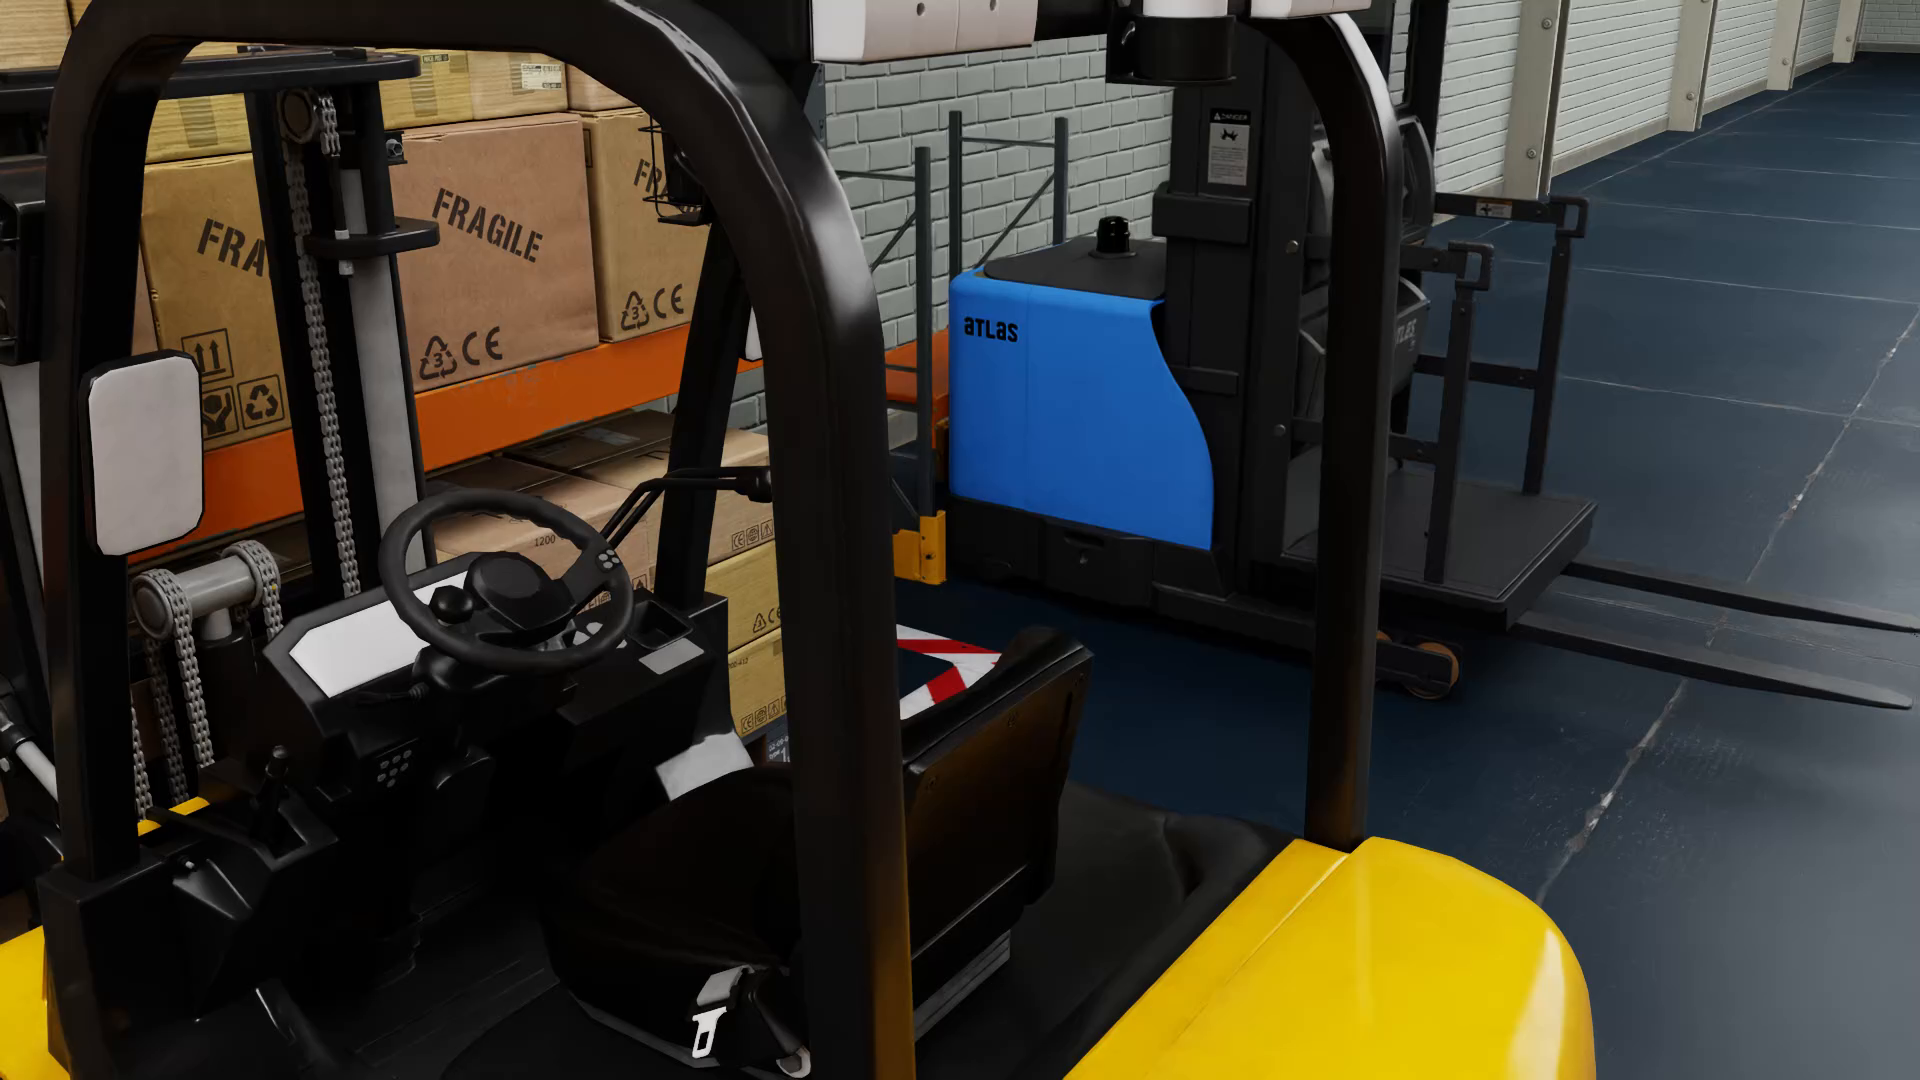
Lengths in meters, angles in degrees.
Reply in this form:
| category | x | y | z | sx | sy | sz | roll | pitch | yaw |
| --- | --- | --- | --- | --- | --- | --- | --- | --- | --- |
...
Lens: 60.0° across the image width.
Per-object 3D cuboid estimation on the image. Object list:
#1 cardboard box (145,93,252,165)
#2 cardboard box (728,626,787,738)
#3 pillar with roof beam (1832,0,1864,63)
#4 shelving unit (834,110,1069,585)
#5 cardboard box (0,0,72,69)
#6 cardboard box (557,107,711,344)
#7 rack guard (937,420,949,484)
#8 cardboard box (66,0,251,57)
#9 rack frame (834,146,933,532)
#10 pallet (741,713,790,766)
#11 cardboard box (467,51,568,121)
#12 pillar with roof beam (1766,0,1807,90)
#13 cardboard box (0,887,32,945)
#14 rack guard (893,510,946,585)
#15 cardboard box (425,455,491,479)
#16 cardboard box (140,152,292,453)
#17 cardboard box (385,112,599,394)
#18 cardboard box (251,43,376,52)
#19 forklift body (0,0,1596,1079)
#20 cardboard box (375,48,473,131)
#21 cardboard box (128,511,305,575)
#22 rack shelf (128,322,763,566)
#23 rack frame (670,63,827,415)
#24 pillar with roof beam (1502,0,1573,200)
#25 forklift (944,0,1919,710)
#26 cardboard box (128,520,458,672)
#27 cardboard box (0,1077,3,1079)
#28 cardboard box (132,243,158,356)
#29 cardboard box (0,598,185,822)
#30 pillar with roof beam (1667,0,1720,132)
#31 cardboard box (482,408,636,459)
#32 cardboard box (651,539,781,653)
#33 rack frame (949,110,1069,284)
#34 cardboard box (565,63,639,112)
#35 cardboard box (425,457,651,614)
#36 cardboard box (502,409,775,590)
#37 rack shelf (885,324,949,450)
| category | x | y | z | sx | sy | sz | roll | pitch | yaw |
| --- | --- | --- | --- | --- | --- | --- | --- | --- | --- |
| cardboard box | -1.445 | -0.757 | 2.909 | 0.380 | 0.149 | 0.250 | 13 | 24 | 32 |
| cardboard box | -0.783 | 0.356 | 4.337 | 0.500 | 0.250 | 0.500 | 13 | 24 | 32 |
| pillar with roof beam | 18.507 | -11.491 | 24.358 | 9.100 | 9.000 | 0.400 | 13 | 24 | 32 |
| shelving unit | -0.073 | -0.757 | 6.149 | 0.587 | 1.500 | 1.083 | 11 | 23 | 28 |
| cardboard box | -1.665 | -0.838 | 2.700 | 0.380 | 0.149 | 0.250 | 14 | 24 | 33 |
| cardboard box | -0.840 | -0.787 | 3.926 | 0.500 | 0.500 | 0.500 | 13 | 24 | 31 |
| rack guard | 0.173 | -0.321 | 6.773 | 0.587 | 0.250 | 0.087 | 11 | 23 | 28 |
| cardboard box | -1.442 | -0.894 | 2.850 | 0.380 | 0.149 | 0.250 | 14 | 24 | 33 |
| rack frame | -0.319 | -0.606 | 5.742 | 0.500 | 1.500 | 0.032 | 11 | 23 | 28 |
| pallet | -1.176 | 0.602 | 4.332 | 1.003 | 0.211 | 1.213 | 13 | 24 | 32 |
| cardboard box | -1.059 | -0.988 | 3.534 | 0.380 | 0.149 | 0.250 | 14 | 24 | 33 |
| pillar with roof beam | 15.135 | -9.769 | 19.704 | 9.100 | 9.000 | 0.400 | 13 | 24 | 32 |
| cardboard box | -1.644 | 0.563 | 3.058 | 0.500 | 0.250 | 0.500 | 13 | 24 | 32 |
| rack guard | -0.318 | -0.020 | 5.960 | 0.587 | 0.250 | 0.087 | 11 | 23 | 28 |
| cardboard box | -1.485 | -0.064 | 4.032 | 0.500 | 0.250 | 0.500 | 13 | 24 | 32 |
| cardboard box | -1.427 | -0.493 | 3.131 | 0.500 | 0.500 | 0.500 | 13 | 24 | 31 |
| cardboard box | -1.139 | -0.640 | 3.528 | 0.500 | 0.500 | 0.500 | 14 | 25 | 33 |
| cardboard box | -1.301 | -0.969 | 3.054 | 0.380 | 0.149 | 0.250 | 14 | 24 | 33 |
| forklift body | -0.338 | 0.365 | 2.178 | 2.313 | 2.155 | 1.214 | 13 | 24 | 32 |
| cardboard box | -1.208 | -0.919 | 3.348 | 0.380 | 0.149 | 0.250 | 13 | 24 | 31 |
| cardboard box | -1.775 | 0.077 | 3.649 | 0.500 | 0.250 | 0.500 | 13 | 24 | 31 |
| rack shelf | -1.905 | -0.022 | 3.037 | 1.077 | 0.370 | 4.000 | 13 | 24 | 32 |
| rack frame | -0.781 | -0.933 | 4.464 | 1.000 | 3.000 | 0.127 | 13 | 24 | 32 |
| pillar with roof beam | 8.389 | -6.326 | 10.396 | 9.100 | 9.000 | 0.400 | 13 | 24 | 32 |
| forklift | 1.453 | -1.108 | 5.035 | 3.031 | 2.935 | 1.130 | 13 | 24 | 32 |
| cardboard box | -1.339 | 0.178 | 3.377 | 0.500 | 0.250 | 0.500 | 14 | 24 | 32 |
| cardboard box | -1.935 | 0.934 | 2.774 | 0.500 | 0.250 | 0.500 | 14 | 24 | 33 |
| cardboard box | -1.701 | -0.347 | 2.735 | 0.500 | 0.500 | 0.500 | 13 | 24 | 32 |
| cardboard box | -1.630 | 0.322 | 2.988 | 0.500 | 0.250 | 0.500 | 13 | 24 | 31 |
| pillar with roof beam | 11.762 | -8.048 | 15.050 | 9.100 | 9.000 | 0.400 | 13 | 24 | 32 |
| cardboard box | -1.207 | -0.208 | 4.421 | 0.500 | 0.250 | 0.500 | 13 | 24 | 31 |
| cardboard box | -0.796 | 0.126 | 4.239 | 0.500 | 0.250 | 0.500 | 13 | 24 | 31 |
| rack frame | 0.182 | -0.913 | 6.572 | 0.500 | 1.500 | 0.032 | 11 | 23 | 28 |
| cardboard box | -0.863 | -1.051 | 3.703 | 0.380 | 0.149 | 0.250 | 14 | 24 | 33 |
| cardboard box | -1.064 | 0.031 | 3.773 | 0.500 | 0.250 | 0.500 | 14 | 24 | 33 |
| cardboard box | -0.781 | -0.116 | 4.173 | 0.500 | 0.250 | 0.500 | 14 | 25 | 34 |
| rack shelf | -0.068 | -0.591 | 6.219 | 0.538 | 0.185 | 1.000 | 11 | 23 | 28 |
